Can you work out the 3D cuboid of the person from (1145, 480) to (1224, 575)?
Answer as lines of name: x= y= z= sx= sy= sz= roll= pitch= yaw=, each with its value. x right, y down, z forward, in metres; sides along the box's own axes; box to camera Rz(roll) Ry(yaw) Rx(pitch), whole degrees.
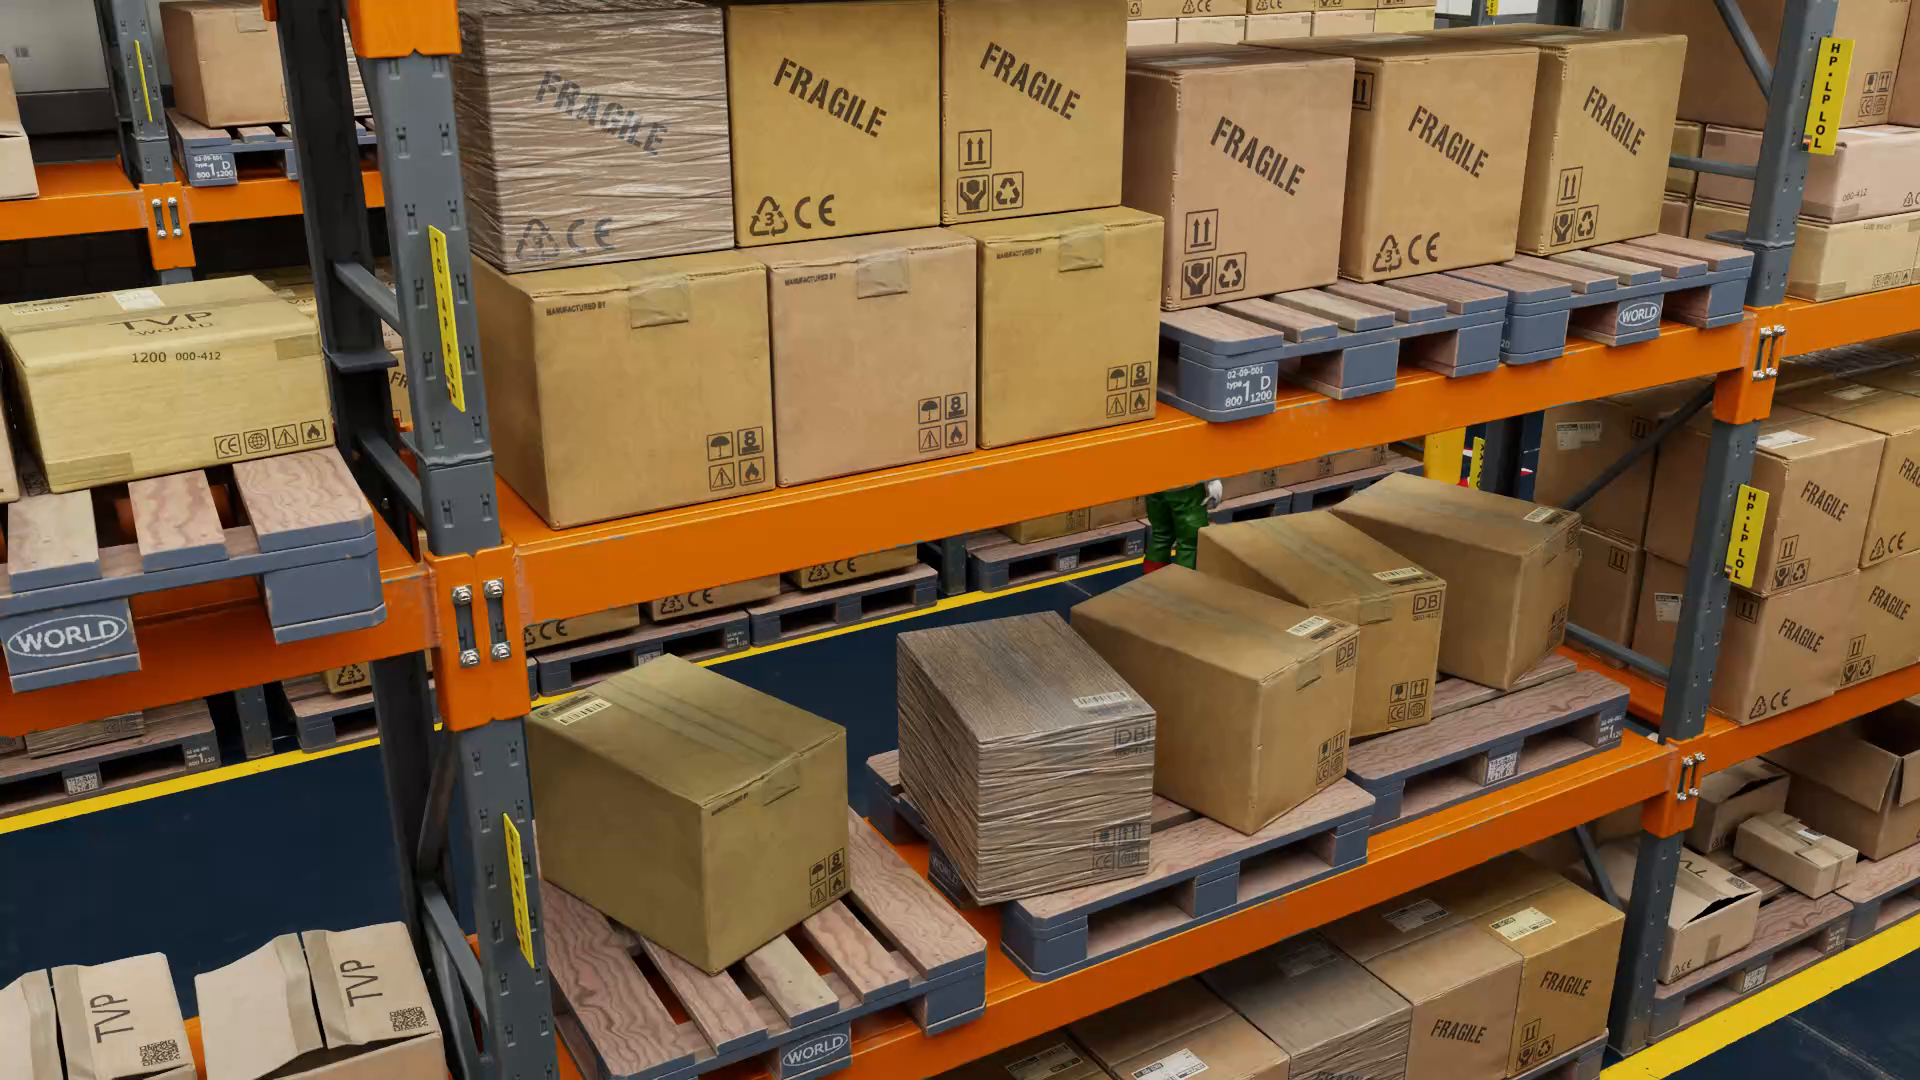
person: x=1.253 y=-0.358 z=9.469 sx=0.445 sy=1.781 sz=0.622 roll=-14 pitch=25 yaw=-31
